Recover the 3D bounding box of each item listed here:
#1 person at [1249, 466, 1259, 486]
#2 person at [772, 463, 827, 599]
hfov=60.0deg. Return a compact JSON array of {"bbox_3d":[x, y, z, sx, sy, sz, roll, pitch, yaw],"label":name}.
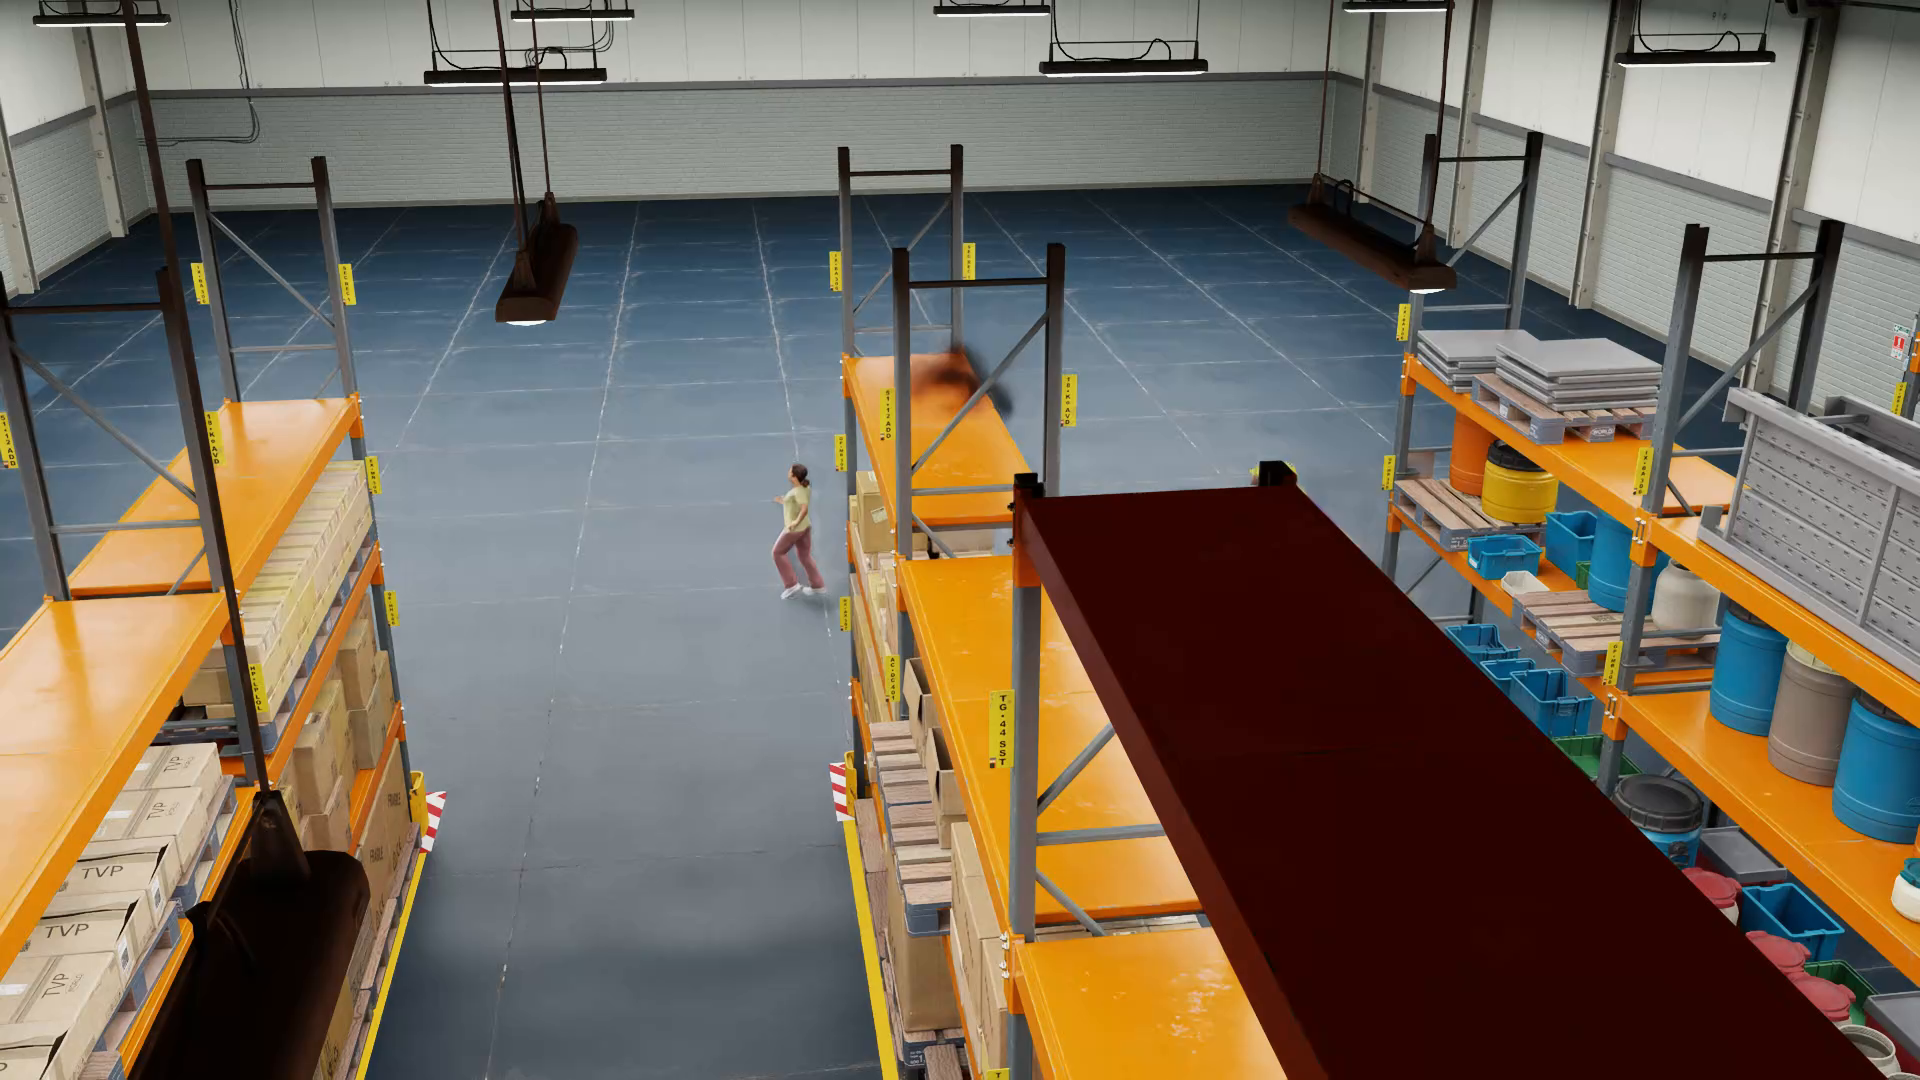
[{"bbox_3d":[3.510,-0.041,19.412,0.850,1.758,0.699,6,22,14],"label":"person"},{"bbox_3d":[-1.912,-0.094,19.621,0.670,1.705,0.558,8,23,19],"label":"person"}]
